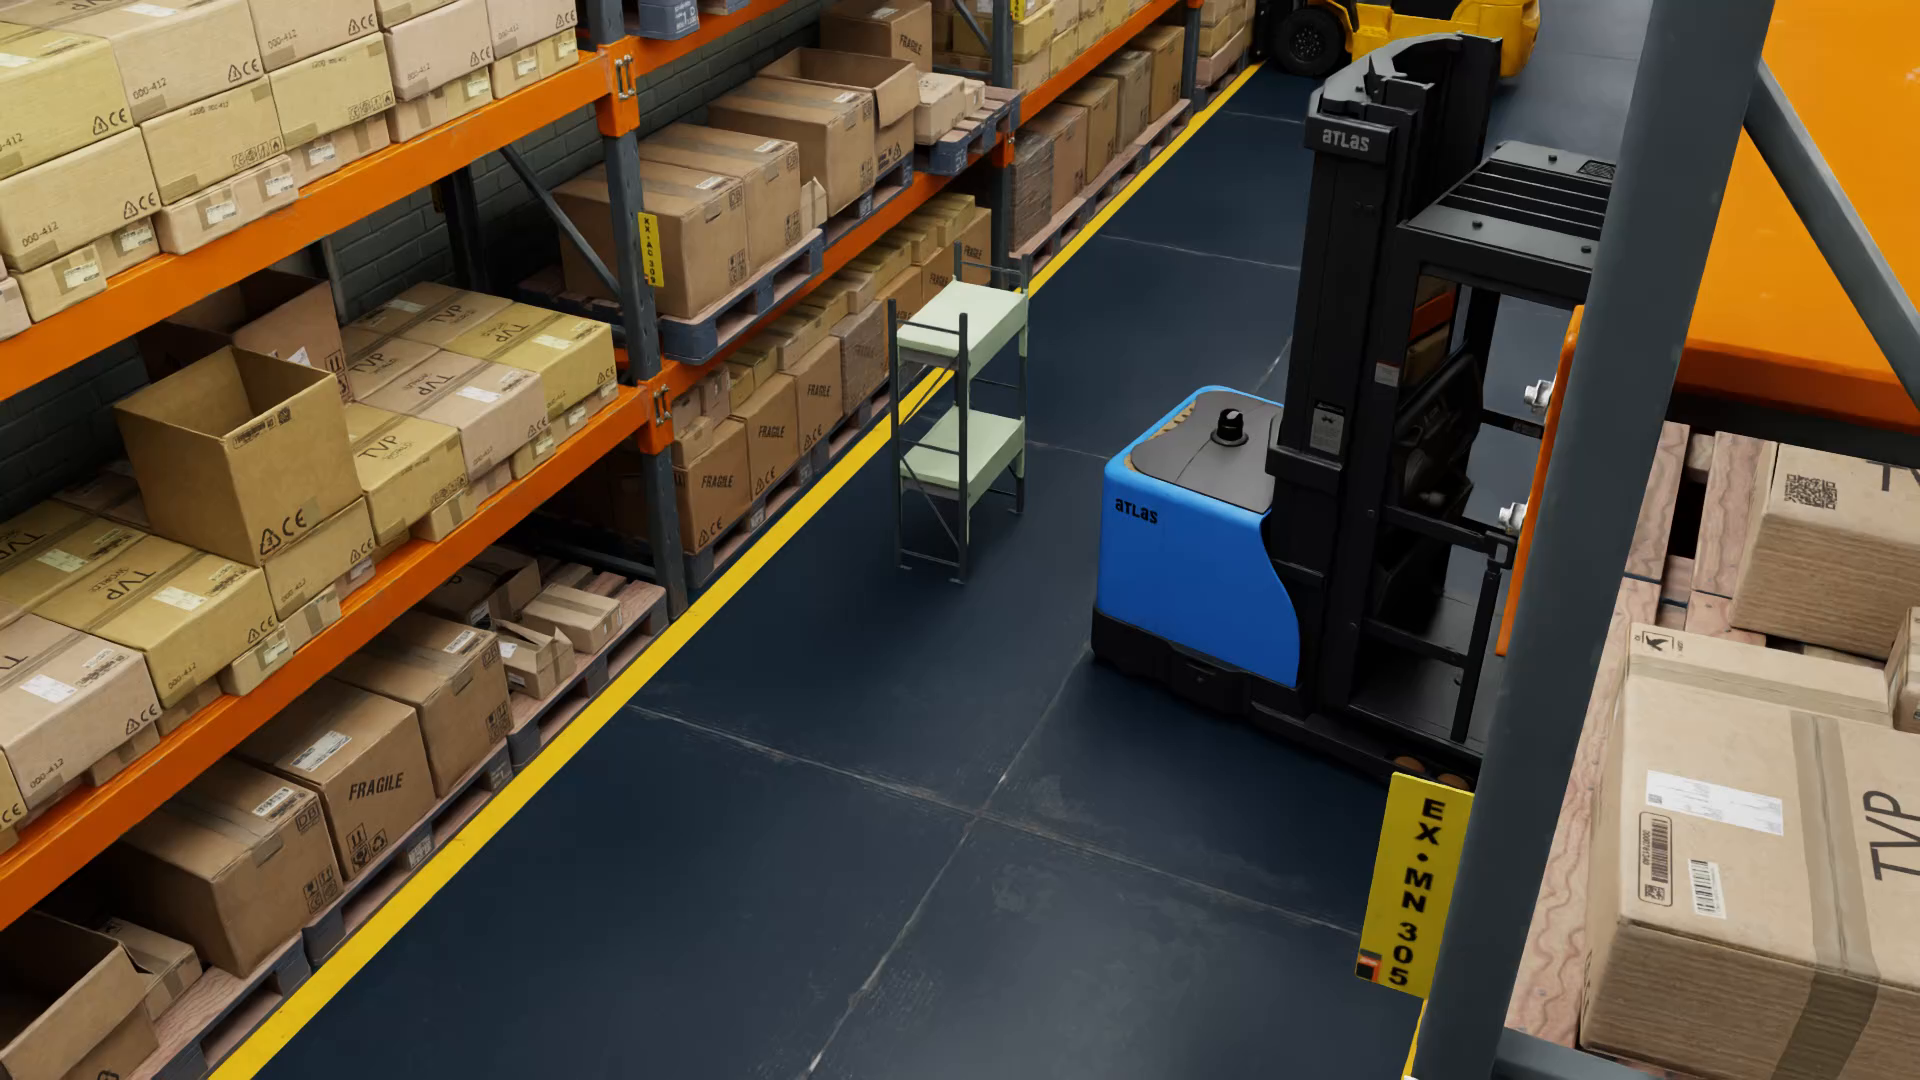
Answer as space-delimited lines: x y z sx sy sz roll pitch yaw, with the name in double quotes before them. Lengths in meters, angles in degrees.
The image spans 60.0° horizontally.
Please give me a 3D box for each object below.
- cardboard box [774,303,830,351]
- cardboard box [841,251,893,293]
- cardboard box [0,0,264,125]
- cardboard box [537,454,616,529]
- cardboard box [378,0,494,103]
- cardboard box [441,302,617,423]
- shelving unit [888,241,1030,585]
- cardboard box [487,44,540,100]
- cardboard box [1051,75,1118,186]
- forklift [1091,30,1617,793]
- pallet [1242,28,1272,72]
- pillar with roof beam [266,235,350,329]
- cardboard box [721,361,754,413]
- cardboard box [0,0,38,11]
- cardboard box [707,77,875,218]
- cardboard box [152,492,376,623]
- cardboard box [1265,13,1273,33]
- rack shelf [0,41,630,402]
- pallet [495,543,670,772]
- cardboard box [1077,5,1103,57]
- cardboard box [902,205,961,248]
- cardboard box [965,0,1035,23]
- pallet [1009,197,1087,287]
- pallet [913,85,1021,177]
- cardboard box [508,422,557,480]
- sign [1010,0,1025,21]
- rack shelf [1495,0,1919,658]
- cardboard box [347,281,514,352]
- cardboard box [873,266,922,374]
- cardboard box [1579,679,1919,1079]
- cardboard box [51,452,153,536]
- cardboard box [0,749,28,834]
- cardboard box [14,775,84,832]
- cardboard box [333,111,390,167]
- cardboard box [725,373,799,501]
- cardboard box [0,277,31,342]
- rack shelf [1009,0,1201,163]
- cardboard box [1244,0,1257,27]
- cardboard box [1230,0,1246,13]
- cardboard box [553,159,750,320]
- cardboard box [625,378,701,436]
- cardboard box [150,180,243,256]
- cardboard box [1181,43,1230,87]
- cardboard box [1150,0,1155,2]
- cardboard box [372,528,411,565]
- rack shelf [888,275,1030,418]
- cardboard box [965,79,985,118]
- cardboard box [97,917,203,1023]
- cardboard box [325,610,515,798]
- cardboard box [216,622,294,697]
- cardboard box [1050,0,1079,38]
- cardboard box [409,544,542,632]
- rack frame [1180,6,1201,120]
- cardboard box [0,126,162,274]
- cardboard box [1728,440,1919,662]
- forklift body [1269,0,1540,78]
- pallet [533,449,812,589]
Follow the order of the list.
"cardboard box" -0.941 -1.184 9.125 0.380 0.149 0.250 15 36 22
"cardboard box" -0.617 -1.580 9.729 0.380 0.149 0.250 14 36 20
"cardboard box" -2.450 -1.455 4.907 0.500 0.250 0.500 15 36 22
"cardboard box" -1.885 -0.443 8.586 0.500 0.500 0.500 14 36 20
"cardboard box" -2.004 -1.757 5.824 0.500 0.250 0.500 13 35 19
"cardboard box" -1.814 -0.752 7.027 0.500 0.250 0.500 15 36 22
"shelving unit" 0.003 -0.631 8.344 0.431 1.500 0.755 14 36 20
"cardboard box" -1.810 -1.781 6.224 0.380 0.149 0.250 14 36 20
"cardboard box" 0.672 -3.145 12.593 0.875 0.625 0.625 13 35 19
"forklift" 2.115 -0.407 6.698 3.031 2.935 1.130 21 39 29
"pallet" 2.405 -4.814 15.900 1.003 0.211 1.213 14 36 20
"pillar with roof beam" 0.978 -2.381 4.175 9.100 9.000 0.400 14 36 20
"cardboard box" -1.288 -0.805 8.547 0.380 0.149 0.250 12 35 18
"cardboard box" -2.905 -1.579 5.097 0.500 0.250 0.500 14 36 20
"cardboard box" -0.872 -2.056 8.675 0.700 0.500 0.500 14 36 20
"cardboard box" -2.447 0.003 5.876 0.500 0.250 0.500 13 36 19
"cardboard box" 2.658 -4.939 15.672 0.500 0.250 0.500 15 36 22
"rack shelf" -2.659 -0.957 5.395 1.077 0.370 4.000 14 36 20
"pallet" -2.110 0.508 7.783 1.003 0.211 1.213 14 36 20
"cardboard box" 0.683 -3.602 11.644 0.500 0.250 0.500 13 35 19
"cardboard box" -0.211 -1.946 10.288 0.380 0.149 0.250 12 35 18
"cardboard box" 0.252 -3.396 10.511 0.380 0.149 0.250 15 36 22
"pallet" 0.231 -2.227 11.954 1.003 0.211 1.213 14 36 20
"pallet" -0.368 -2.558 10.091 1.213 0.211 1.003 14 36 20
"cardboard box" -1.902 -0.408 6.866 0.380 0.149 0.250 15 36 22
"sign" 0.348 -3.323 10.099 0.100 0.325 0.005 14 36 20
"rack shelf" 1.851 -0.908 2.948 1.077 0.370 4.000 14 36 20
"cardboard box" -2.275 -0.877 7.217 0.500 0.250 0.500 14 36 20
"cardboard box" -0.566 -1.354 9.976 0.500 0.500 0.500 16 36 23
"cardboard box" 1.121 0.475 2.217 0.500 0.250 0.500 11 35 16
"cardboard box" -2.897 -0.122 6.066 0.500 0.250 0.500 14 36 20
"cardboard box" -3.061 0.766 4.711 0.500 0.250 0.500 14 36 21
"cardboard box" -2.966 0.720 5.145 0.380 0.149 0.250 14 36 20
"cardboard box" -2.175 -1.402 5.646 0.380 0.149 0.250 15 36 22
"cardboard box" -1.202 -0.587 8.806 0.500 0.500 0.500 14 36 20
"cardboard box" -2.745 -0.623 4.459 0.380 0.149 0.250 15 36 22
"rack shelf" 0.688 -3.687 12.294 1.077 0.370 4.000 14 36 20
"cardboard box" 2.437 -4.888 15.138 0.500 0.250 0.500 14 36 20
"cardboard box" 2.235 -4.849 14.623 0.500 0.250 0.500 14 36 21
"cardboard box" -1.417 -1.407 7.686 0.700 0.500 0.500 15 36 22
"cardboard box" -1.485 -0.657 8.051 0.380 0.149 0.250 14 36 20
"cardboard box" -2.421 -1.004 5.039 0.380 0.149 0.250 14 36 21
"cardboard box" 2.028 -4.175 14.506 0.500 0.250 0.500 15 36 21
"cardboard box" 1.346 -4.359 12.799 0.500 0.250 0.500 14 36 20
"cardboard box" -2.327 -0.047 6.316 0.380 0.149 0.250 15 36 21
"rack shelf" 0.003 -0.957 8.130 0.431 0.370 0.720 14 36 20
"cardboard box" -0.075 -2.647 9.898 0.380 0.149 0.250 15 36 21
"cardboard box" -2.941 1.523 5.908 0.380 0.149 0.250 13 35 19
"cardboard box" -2.326 0.645 6.927 0.700 0.500 0.500 13 35 19
"cardboard box" -2.525 0.366 5.685 0.380 0.149 0.250 13 35 19
"cardboard box" 0.469 -3.552 11.113 0.500 0.250 0.500 15 36 22
"cardboard box" -2.313 0.224 7.742 0.500 0.311 0.500 15 36 22
"rack frame" 1.525 -4.984 13.616 1.000 3.000 0.127 14 36 20
"cardboard box" -2.642 -0.992 4.657 0.500 0.250 0.500 13 35 19
"cardboard box" 1.686 -0.039 2.946 0.500 0.311 0.500 15 36 21
"forklift body" 4.062 -5.258 14.808 2.313 2.155 1.214 14 36 20
"pallet" -1.516 -0.247 8.935 1.003 0.211 1.213 14 36 20
